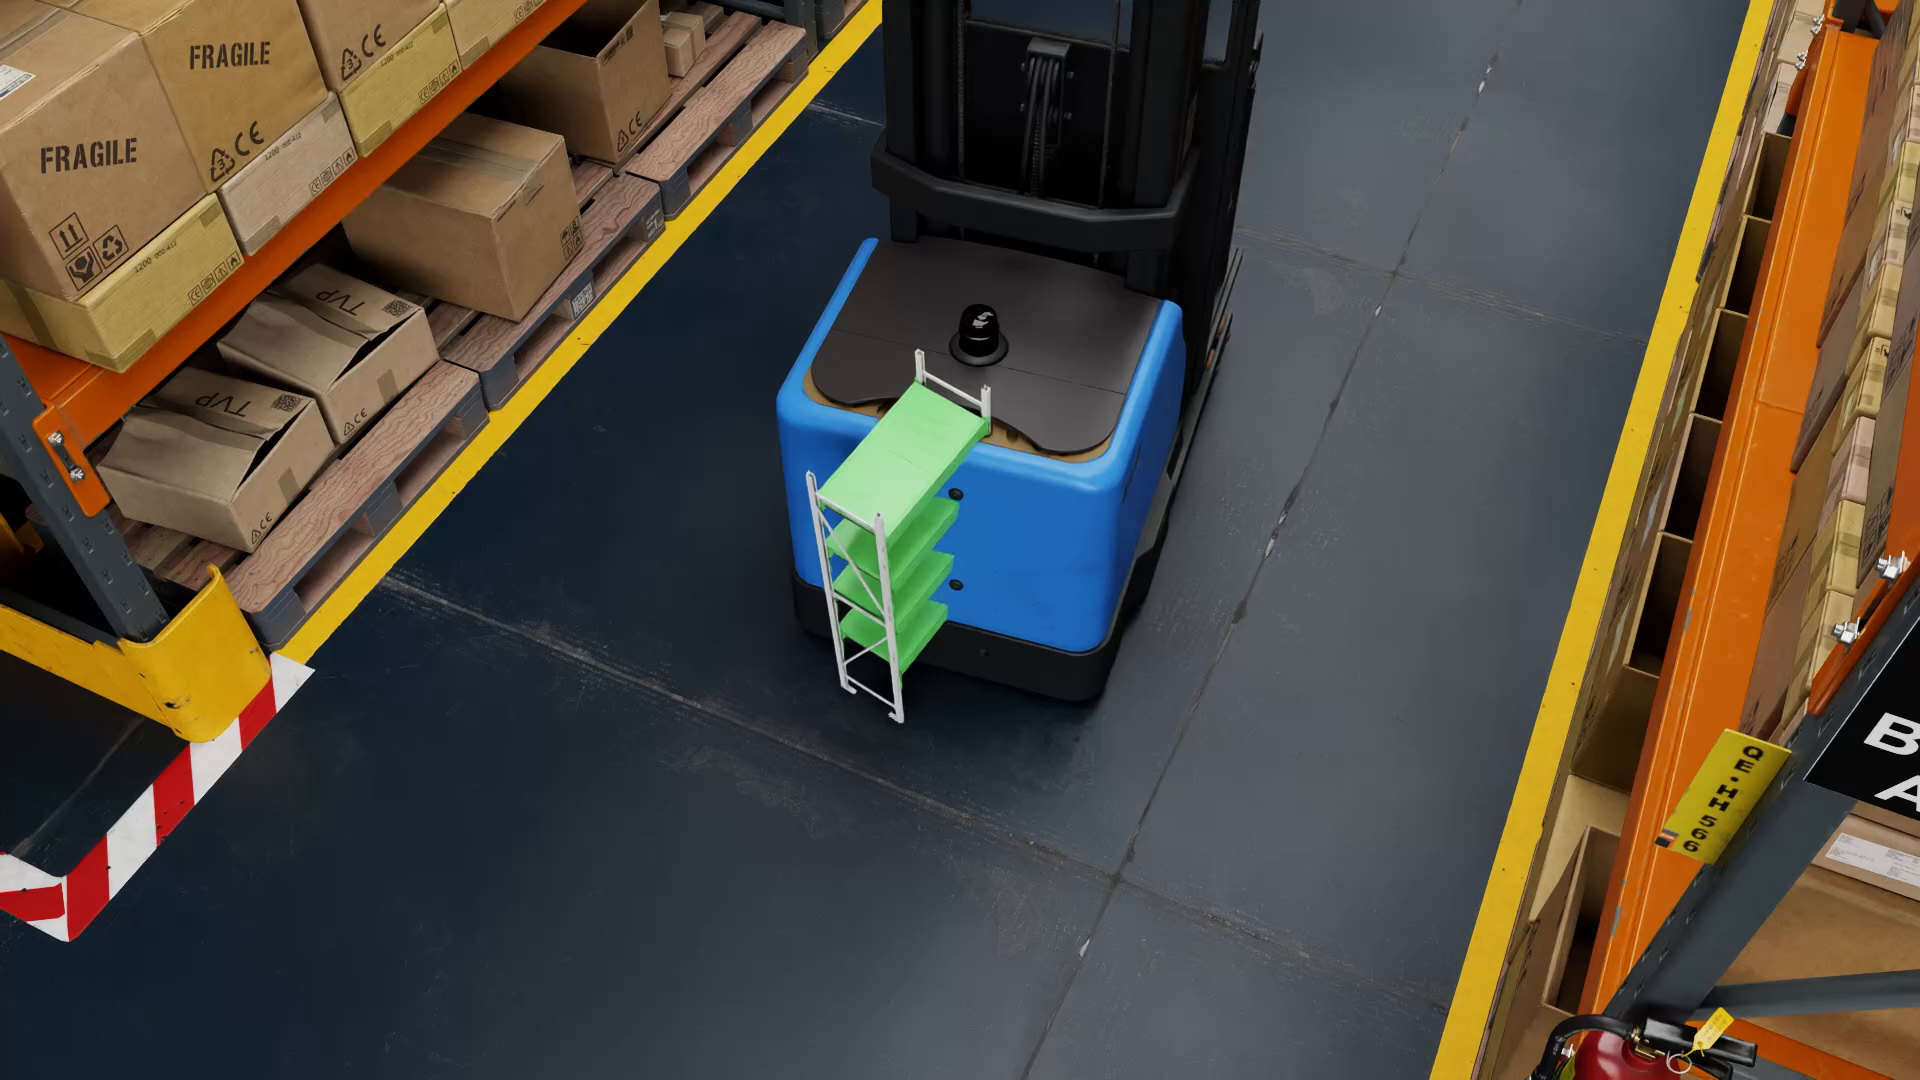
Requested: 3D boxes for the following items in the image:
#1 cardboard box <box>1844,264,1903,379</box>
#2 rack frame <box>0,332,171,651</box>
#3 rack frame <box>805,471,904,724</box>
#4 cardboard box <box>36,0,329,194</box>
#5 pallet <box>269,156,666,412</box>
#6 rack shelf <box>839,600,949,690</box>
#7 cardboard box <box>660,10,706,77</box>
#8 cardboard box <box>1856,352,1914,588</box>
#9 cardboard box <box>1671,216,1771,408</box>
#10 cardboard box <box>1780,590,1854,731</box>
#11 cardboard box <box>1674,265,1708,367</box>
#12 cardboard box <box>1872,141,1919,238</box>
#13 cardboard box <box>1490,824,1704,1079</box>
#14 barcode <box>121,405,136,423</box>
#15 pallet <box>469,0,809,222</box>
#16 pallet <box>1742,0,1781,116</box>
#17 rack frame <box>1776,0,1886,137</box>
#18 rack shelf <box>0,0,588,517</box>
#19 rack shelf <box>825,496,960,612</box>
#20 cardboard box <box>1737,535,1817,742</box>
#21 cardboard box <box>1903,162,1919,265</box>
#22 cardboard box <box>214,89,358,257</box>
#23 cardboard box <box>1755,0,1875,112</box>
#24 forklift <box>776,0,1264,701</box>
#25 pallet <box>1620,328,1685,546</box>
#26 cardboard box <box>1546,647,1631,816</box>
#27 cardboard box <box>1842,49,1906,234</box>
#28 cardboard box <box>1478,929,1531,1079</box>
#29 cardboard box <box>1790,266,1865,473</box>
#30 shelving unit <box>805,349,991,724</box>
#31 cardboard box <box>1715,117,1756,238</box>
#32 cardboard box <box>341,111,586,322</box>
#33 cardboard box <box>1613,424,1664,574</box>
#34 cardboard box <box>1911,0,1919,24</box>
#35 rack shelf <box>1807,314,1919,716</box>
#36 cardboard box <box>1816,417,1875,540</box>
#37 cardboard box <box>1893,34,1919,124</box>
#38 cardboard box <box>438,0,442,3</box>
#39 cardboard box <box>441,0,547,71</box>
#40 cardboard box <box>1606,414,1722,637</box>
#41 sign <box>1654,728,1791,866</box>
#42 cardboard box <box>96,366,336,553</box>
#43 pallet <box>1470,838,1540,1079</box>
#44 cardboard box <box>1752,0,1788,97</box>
[{"bbox_3d":[2.185,-0.426,3.651,0.380,0.149,0.250,21,53,17],"label":"cardboard box"},{"bbox_3d":[-2.839,-0.575,4.270,1.000,3.000,0.127,20,52,16],"label":"rack frame"},{"bbox_3d":[-0.289,0.202,4.790,0.240,1.200,0.015,30,63,18],"label":"rack frame"},{"bbox_3d":[-2.143,-1.344,4.517,0.500,0.500,0.500,20,52,16],"label":"cardboard box"},{"bbox_3d":[-1.905,-1.109,6.555,1.003,0.211,1.213,20,52,16],"label":"pallet"},{"bbox_3d":[-0.144,0.193,5.152,0.258,0.148,0.480,30,63,18],"label":"rack shelf"},{"bbox_3d":[-1.331,-2.176,7.203,0.380,0.166,0.250,14,51,11],"label":"cardboard box"},{"bbox_3d":[2.095,-0.136,2.979,0.700,0.500,0.500,19,52,15],"label":"cardboard box"},{"bbox_3d":[2.663,-0.644,5.366,0.500,0.500,0.500,20,52,16],"label":"cardboard box"},{"bbox_3d":[1.743,0.286,3.046,0.380,0.149,0.250,21,53,17],"label":"cardboard box"},{"bbox_3d":[2.878,-0.745,5.944,0.500,0.250,0.500,20,52,16],"label":"cardboard box"},{"bbox_3d":[2.402,-0.773,3.947,0.380,0.149,0.250,19,52,16],"label":"cardboard box"},{"bbox_3d":[1.602,1.080,3.899,0.500,0.500,0.500,20,52,16],"label":"cardboard box"},{"bbox_3d":[-2.816,-0.439,5.625,0.001,0.075,0.075,20,52,16],"label":"barcode"},{"bbox_3d":[-1.385,-1.952,7.272,1.003,0.211,1.213,20,52,16],"label":"pallet"},{"bbox_3d":[4.150,-2.180,7.466,1.003,0.211,1.213,20,52,16],"label":"pallet"},{"bbox_3d":[3.351,-1.720,5.244,1.000,3.000,0.127,20,52,16],"label":"rack frame"},{"bbox_3d":[-1.984,-1.719,5.716,1.077,0.370,4.000,20,52,16],"label":"rack shelf"},{"bbox_3d":[-0.153,-0.062,4.745,0.258,0.148,0.480,30,63,18],"label":"rack shelf"},{"bbox_3d":[2.073,0.321,3.441,0.700,0.500,0.500,21,53,17],"label":"cardboard box"},{"bbox_3d":[2.524,-0.829,3.568,0.700,0.500,0.500,20,52,16],"label":"cardboard box"},{"bbox_3d":[-2.134,-1.128,4.825,0.500,0.250,0.500,18,52,15],"label":"cardboard box"},{"bbox_3d":[3.481,-1.879,6.541,0.500,0.311,0.500,21,53,17],"label":"cardboard box"},{"bbox_3d":[0.399,-1.596,5.183,1.130,2.935,3.031,14,51,12],"label":"forklift"},{"bbox_3d":[2.973,-0.283,5.852,1.003,0.211,1.213,20,52,16],"label":"pallet"},{"bbox_3d":[2.018,0.631,4.773,0.500,0.250,0.500,20,52,16],"label":"cardboard box"},{"bbox_3d":[2.947,-1.080,4.633,0.700,0.500,0.500,19,52,16],"label":"cardboard box"},{"bbox_3d":[1.604,1.324,4.184,0.500,0.250,0.500,20,52,16],"label":"cardboard box"},{"bbox_3d":[2.512,-0.382,4.040,0.700,0.500,0.500,21,53,17],"label":"cardboard box"},{"bbox_3d":[-0.150,0.031,4.894,0.258,1.200,0.503,30,63,18],"label":"shelving unit"},{"bbox_3d":[3.266,-1.345,6.455,0.500,0.250,0.500,19,52,16],"label":"cardboard box"},{"bbox_3d":[-1.860,-1.236,6.185,0.700,0.500,0.500,17,52,14],"label":"cardboard box"},{"bbox_3d":[2.442,-0.059,5.361,0.500,0.250,0.500,20,52,16],"label":"cardboard box"},{"bbox_3d":[2.845,-1.490,4.556,0.380,0.149,0.250,19,52,15],"label":"cardboard box"},{"bbox_3d":[2.496,-1.082,3.204,1.077,0.370,4.000,20,52,16],"label":"rack shelf"},{"bbox_3d":[1.962,-0.063,3.342,0.380,0.149,0.250,20,53,17],"label":"cardboard box"},{"bbox_3d":[2.625,-1.137,4.256,0.380,0.149,0.250,18,52,15],"label":"cardboard box"},{"bbox_3d":[-1.707,-2.057,5.124,0.500,0.500,0.500,21,53,17],"label":"cardboard box"},{"bbox_3d":[-1.693,-1.824,5.418,0.500,0.250,0.500,20,53,16],"label":"cardboard box"},{"bbox_3d":[2.231,0.043,4.781,0.500,0.500,0.500,20,52,16],"label":"cardboard box"},{"bbox_3d":[1.157,0.396,2.528,0.100,0.325,0.005,20,52,16],"label":"sign"},{"bbox_3d":[-2.462,-0.293,5.507,0.500,0.311,0.500,14,51,12],"label":"cardboard box"},{"bbox_3d":[1.931,1.398,4.422,1.003,0.211,1.213,20,52,16],"label":"pallet"},{"bbox_3d":[3.702,-2.045,7.050,0.500,0.250,0.500,21,53,17],"label":"cardboard box"}]
